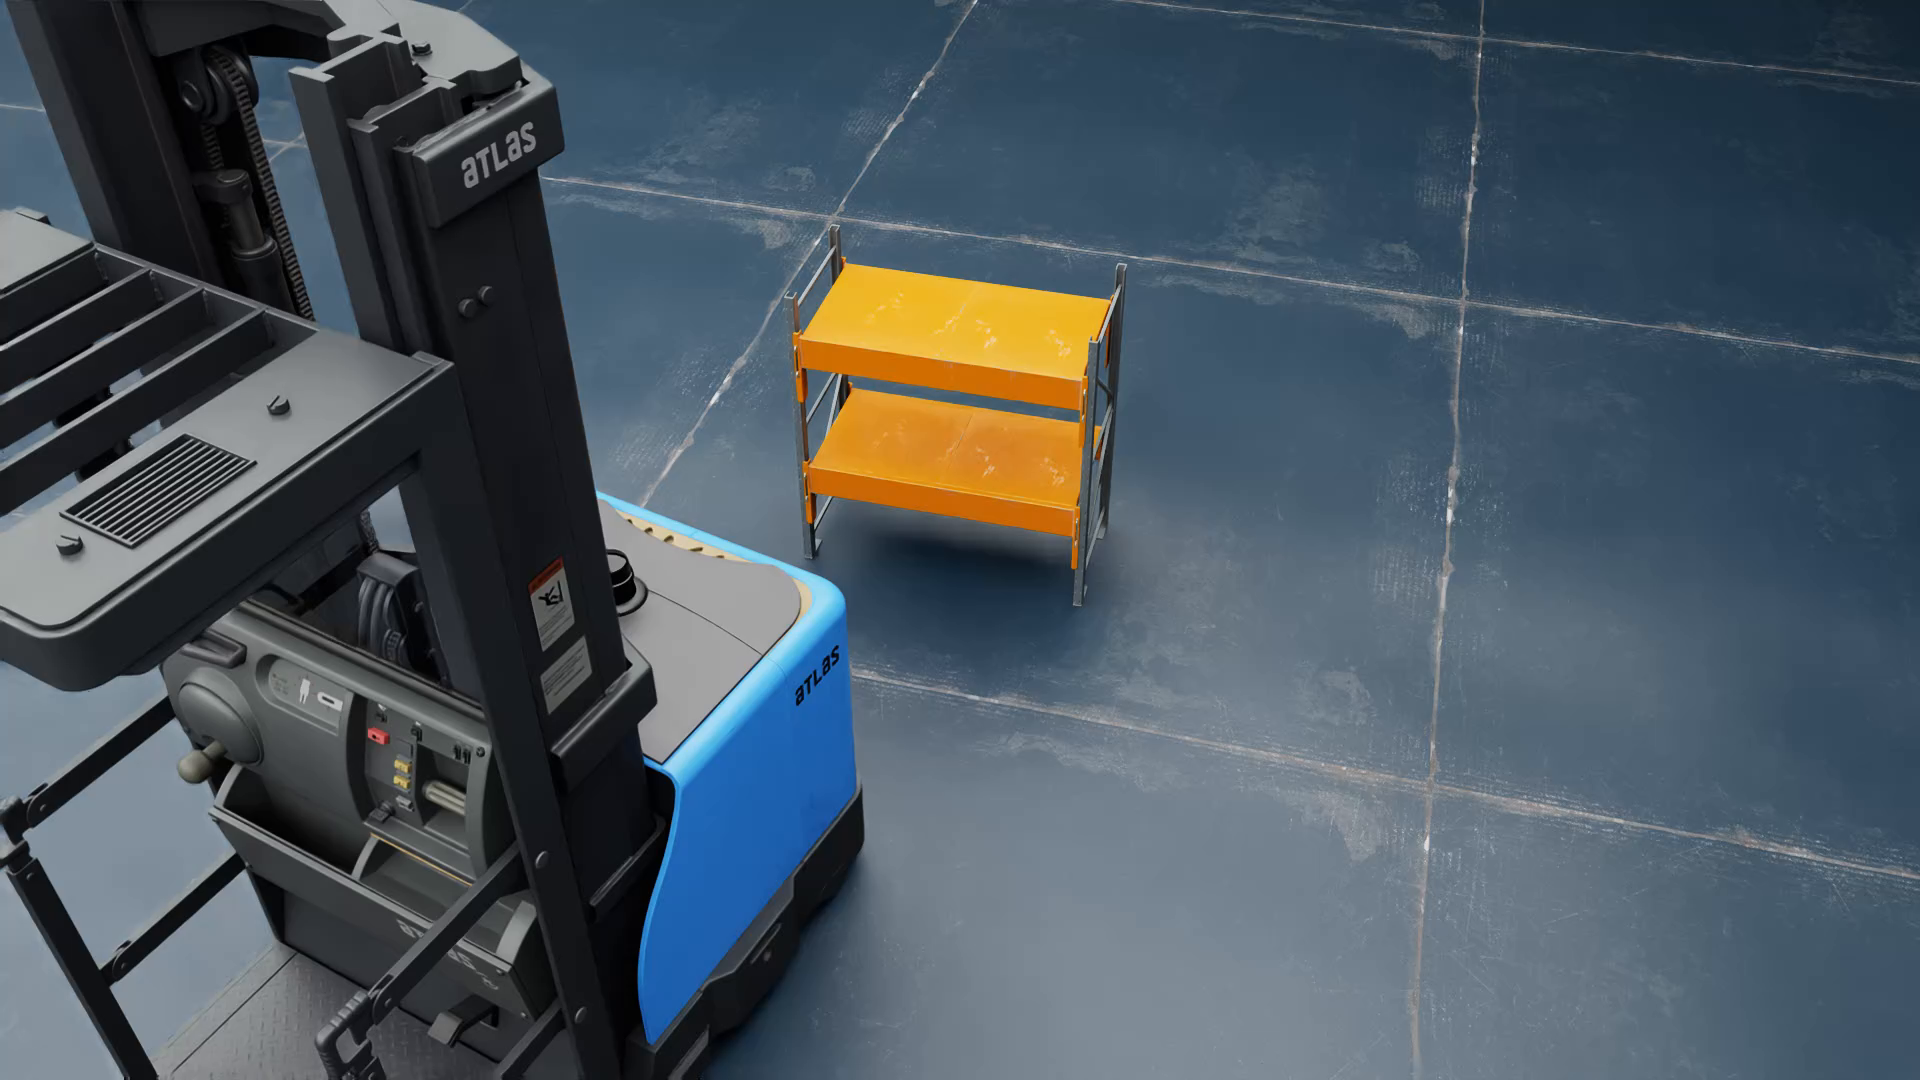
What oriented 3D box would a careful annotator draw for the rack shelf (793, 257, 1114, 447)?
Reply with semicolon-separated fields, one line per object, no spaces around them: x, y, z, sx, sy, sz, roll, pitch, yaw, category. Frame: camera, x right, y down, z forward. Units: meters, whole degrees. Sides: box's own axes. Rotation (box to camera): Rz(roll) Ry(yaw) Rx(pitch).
-0.007;-0.656;5.701;1.000;0.278;0.538;10;41;11;rack shelf

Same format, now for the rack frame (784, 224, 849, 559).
-0.498;-0.516;5.990;0.032;1.125;0.500;10;41;11;rack frame

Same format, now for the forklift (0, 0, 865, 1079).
-1.451;0.497;3.380;1.130;2.935;3.031;20;44;22;forklift

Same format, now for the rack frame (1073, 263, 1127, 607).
0.485;-0.347;5.789;0.032;1.125;0.500;10;41;11;rack frame

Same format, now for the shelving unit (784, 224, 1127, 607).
-0.007;-0.432;5.890;1.048;1.125;0.538;10;41;11;shelving unit

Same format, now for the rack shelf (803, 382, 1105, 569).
-0.007;-0.245;6.047;1.000;0.278;0.538;10;41;11;rack shelf
